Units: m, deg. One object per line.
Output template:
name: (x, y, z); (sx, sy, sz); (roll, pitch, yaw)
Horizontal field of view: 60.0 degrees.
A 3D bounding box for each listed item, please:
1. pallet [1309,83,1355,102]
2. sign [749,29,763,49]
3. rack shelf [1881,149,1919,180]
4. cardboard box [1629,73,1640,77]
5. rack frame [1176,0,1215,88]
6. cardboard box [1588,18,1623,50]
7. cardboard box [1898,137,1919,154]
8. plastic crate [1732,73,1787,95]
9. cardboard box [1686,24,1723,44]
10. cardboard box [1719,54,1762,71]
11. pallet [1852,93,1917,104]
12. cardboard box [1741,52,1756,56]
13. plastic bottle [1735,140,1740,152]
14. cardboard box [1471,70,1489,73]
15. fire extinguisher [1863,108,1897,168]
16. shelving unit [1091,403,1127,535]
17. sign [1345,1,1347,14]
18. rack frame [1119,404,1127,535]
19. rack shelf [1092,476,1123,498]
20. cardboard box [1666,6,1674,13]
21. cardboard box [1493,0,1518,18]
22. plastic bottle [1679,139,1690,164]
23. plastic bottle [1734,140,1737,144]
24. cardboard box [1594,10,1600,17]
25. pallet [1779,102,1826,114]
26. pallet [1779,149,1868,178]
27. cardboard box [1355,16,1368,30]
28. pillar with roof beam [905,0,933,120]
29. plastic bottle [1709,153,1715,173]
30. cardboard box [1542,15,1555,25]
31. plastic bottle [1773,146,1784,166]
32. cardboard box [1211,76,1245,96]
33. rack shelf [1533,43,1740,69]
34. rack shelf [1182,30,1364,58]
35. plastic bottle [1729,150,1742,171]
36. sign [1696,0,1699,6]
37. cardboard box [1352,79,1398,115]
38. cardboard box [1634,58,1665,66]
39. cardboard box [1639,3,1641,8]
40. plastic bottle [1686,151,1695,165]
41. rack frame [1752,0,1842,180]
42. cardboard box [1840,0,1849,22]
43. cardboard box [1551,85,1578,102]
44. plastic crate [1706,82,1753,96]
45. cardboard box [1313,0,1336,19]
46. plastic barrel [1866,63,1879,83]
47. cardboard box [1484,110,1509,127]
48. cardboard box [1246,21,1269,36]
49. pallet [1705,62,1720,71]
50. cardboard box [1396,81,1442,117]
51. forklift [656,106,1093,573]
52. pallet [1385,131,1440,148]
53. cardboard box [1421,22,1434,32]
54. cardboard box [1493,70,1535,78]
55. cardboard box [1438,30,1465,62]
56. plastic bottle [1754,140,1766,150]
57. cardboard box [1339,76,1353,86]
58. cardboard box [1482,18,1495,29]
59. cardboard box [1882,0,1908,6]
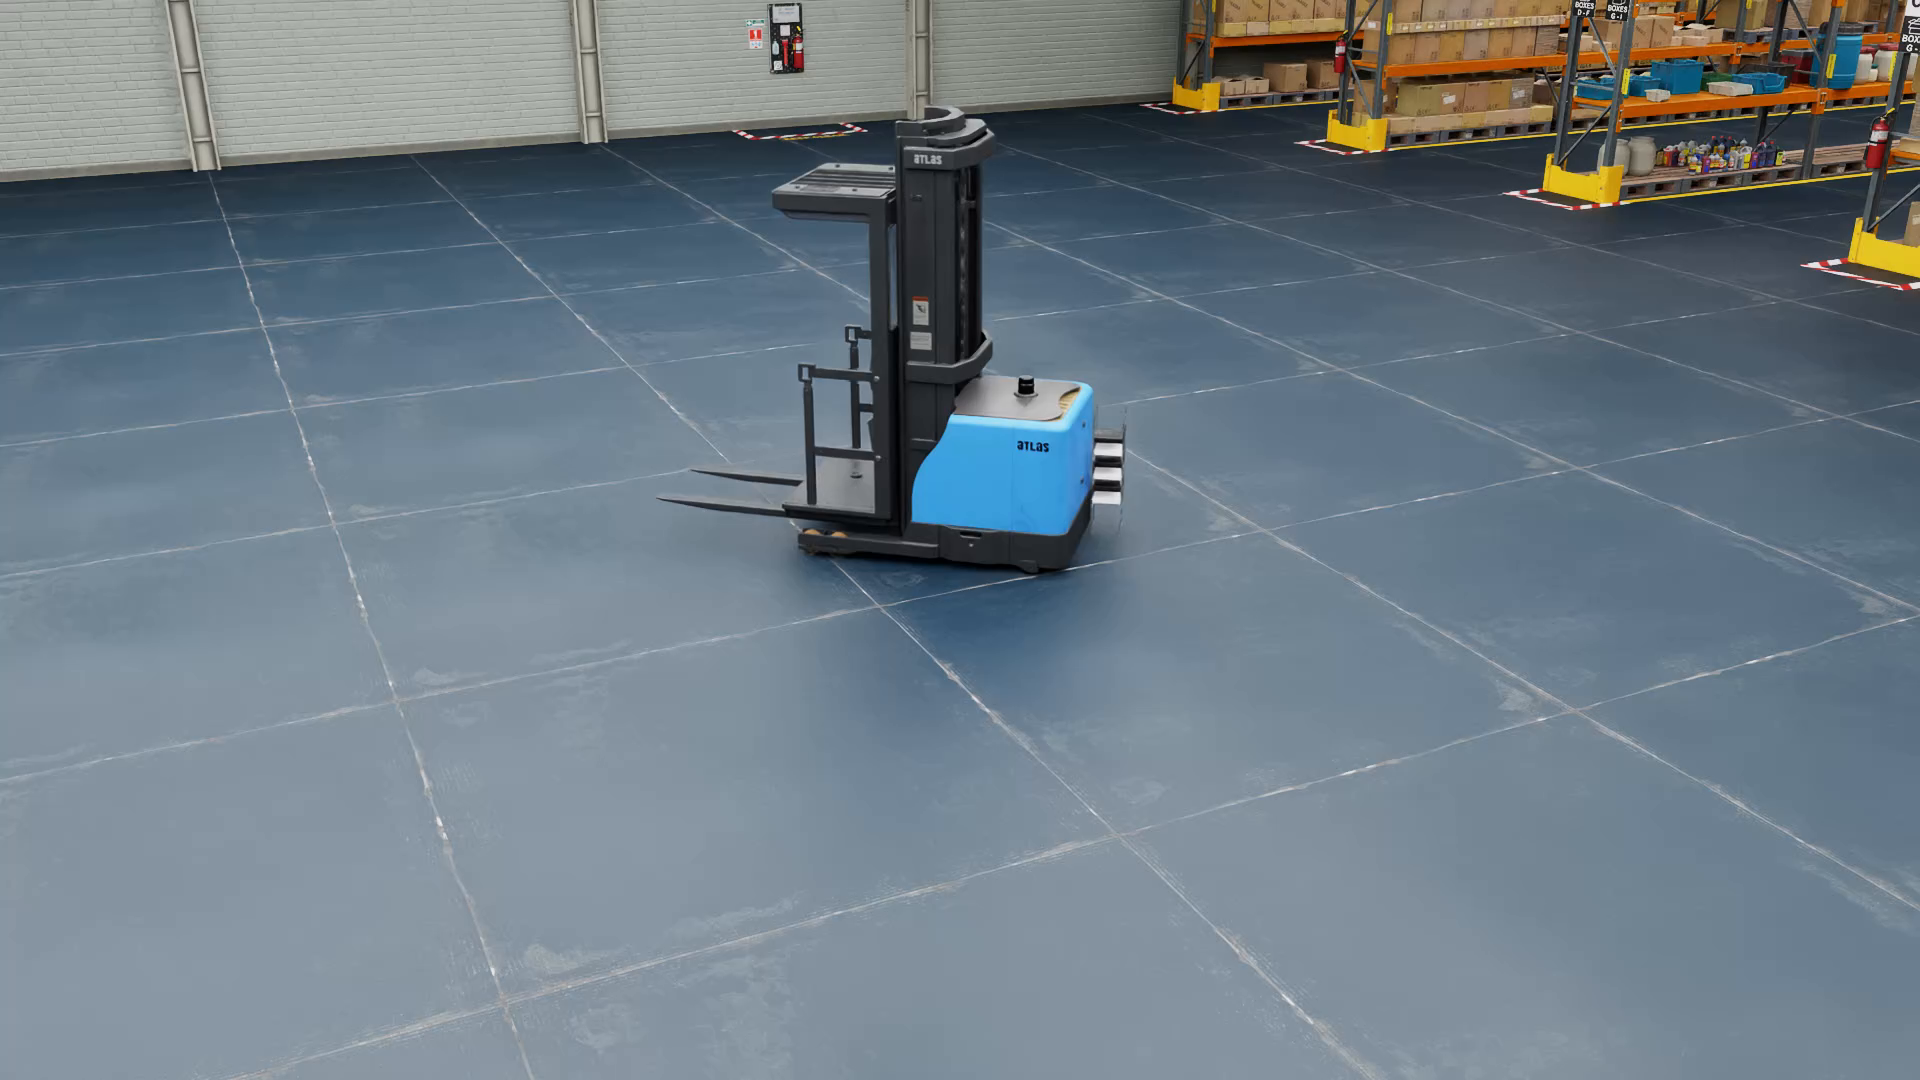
pallet: (7.436, -8.895, 32.962); (1.213, 0.211, 1.003); (-10, 25, -24)
sign: (-3.515, -8.626, 28.620); (0.234, 0.329, 0.001); (-10, 25, -24)
rack shelf: (12.669, -4.522, 19.692); (4.000, 0.370, 1.077); (-10, 25, -24)
cardboard box: (12.253, -8.287, 30.161); (0.500, 0.311, 0.500); (-11, 25, -25)
rack frame: (4.422, -9.643, 31.125); (0.127, 3.000, 1.000); (-10, 25, -24)
cardboard box: (11.352, -8.856, 29.091); (0.500, 0.500, 0.500); (-9, 24, -20)
cardboard box: (11.034, -4.525, 19.087); (0.250, 0.149, 0.380); (-10, 25, -24)
plastic crate: (11.443, -6.547, 23.838); (0.616, 0.251, 0.499); (-10, 25, -24)
cardboard box: (13.435, -9.177, 30.115); (0.500, 0.311, 0.500); (-9, 24, -20)
cardboard box: (14.572, -8.905, 31.055); (0.500, 0.250, 0.500); (-9, 24, -22)
pallet: (18.006, -8.752, 32.618); (1.213, 0.211, 1.003); (-10, 25, -24)
cardboard box: (17.348, -11.019, 37.168); (0.500, 0.500, 0.700); (-11, 25, -25)
plastic bottle: (11.613, -5.839, 24.911); (0.133, 0.283, 0.061); (-10, 25, -24)
cardboard box: (10.490, -9.836, 34.283); (0.500, 0.500, 0.700); (-10, 25, -24)
fire extinguisher: (10.564, -4.626, 19.106); (0.183, 0.674, 0.296); (-10, 25, -24)
shelving unit: (1.053, -0.500, 11.781); (0.210, 0.900, 0.258); (3, 23, 8)
sign: (6.351, -8.771, 27.193); (0.005, 0.325, 0.100); (-10, 25, -24)
rack frame: (1.153, -0.494, 11.767); (0.006, 0.900, 0.240); (3, 23, 8)
rack shelf: (1.053, -0.386, 11.828); (0.200, 0.077, 0.258); (3, 23, 8)
cardboard box: (15.053, -11.373, 35.606); (0.250, 0.149, 0.380); (-10, 25, -23)
cardboard box: (8.874, -9.003, 27.751); (0.500, 0.500, 0.700); (-10, 25, -24)
plastic bottle: (10.695, -5.748, 24.603); (0.185, 0.351, 0.144); (-9, 24, -21)
plastic bottle: (11.566, -5.873, 25.001); (0.135, 0.276, 0.152); (-9, 24, -22)
cardboard box: (13.175, -11.061, 34.853); (0.250, 0.149, 0.380); (-10, 25, -23)
pallet: (15.569, -8.287, 31.494); (1.213, 0.211, 1.003); (-10, 25, -24)
pallet: (13.014, -5.748, 25.360); (1.213, 0.211, 1.003); (-10, 25, -24)
cardboard box: (7.731, -10.064, 32.310); (0.500, 0.250, 0.500); (-10, 25, -23)
pillar with roof beam: (1.138, -10.351, 24.989); (0.400, 9.000, 9.100); (-10, 25, -24)
plastic bottle: (10.796, -5.422, 23.919); (0.097, 0.271, 0.097); (0, 22, 0)
cardboard box: (9.802, -8.787, 28.077); (0.250, 0.149, 0.380); (-11, 25, -25)
plastic bottle: (12.032, -5.647, 24.447); (0.133, 0.283, 0.061); (-9, 24, -21)
cardboard box: (5.084, -8.688, 31.757); (0.500, 0.311, 0.500); (-14, 26, -30)
rack shelf: (11.980, -8.600, 29.544); (4.000, 0.370, 1.077); (-10, 25, -24)
rack shelf: (6.224, -9.643, 32.064); (4.000, 0.370, 1.077); (-10, 25, -24)
plastic bottle: (11.255, -5.520, 24.150); (0.135, 0.276, 0.152); (-10, 24, -23)
sign: (13.538, -9.948, 30.449); (0.005, 0.325, 0.100); (-10, 25, -24)
cardboard box: (6.928, -7.398, 27.767); (0.500, 0.500, 0.500); (-10, 25, -24)
cardboard box: (14.705, -10.682, 35.896); (0.750, 0.750, 0.750); (-10, 25, -23)
cardboard box: (14.016, -11.495, 35.052); (0.500, 0.500, 0.500); (-10, 25, -24)
plastic bottle: (10.787, -5.645, 24.549); (0.097, 0.201, 0.097); (0, 22, 0)
rack frame: (12.323, -6.893, 24.479); (0.127, 3.000, 1.000); (-10, 25, -24)
cardboard box: (16.270, -10.030, 31.379); (0.500, 0.500, 0.700); (-6, 23, -15)
cardboard box: (10.658, -7.766, 28.901); (0.500, 0.311, 0.500); (-10, 25, -23)
plastic crate: (10.969, -6.414, 23.668); (0.437, 0.136, 0.530); (-10, 25, -24)
cardboard box: (6.828, -10.244, 31.764); (0.500, 0.500, 0.500); (-11, 25, -25)
plastic barrel: (13.582, -6.995, 24.909); (0.301, 0.262, 0.301); (0, 22, 0)
cardboard box: (8.956, -7.204, 28.278); (0.500, 0.250, 0.500); (-10, 25, -24)
cardboard box: (5.461, -9.646, 31.301); (0.500, 0.250, 0.500); (-11, 25, -25)
pallet: (17.054, -10.648, 37.199); (1.213, 0.211, 1.003); (-10, 25, -24)
cardboard box: (7.603, -7.303, 27.536); (0.500, 0.500, 0.500); (-10, 25, -24)
forklift: (-0.633, -1.427, 11.364); (3.031, 2.935, 1.130); (6, 23, 14)
pallet: (7.245, -6.790, 27.877); (1.213, 0.211, 1.003); (-10, 25, -24)
cardboard box: (7.483, -8.359, 27.044); (0.250, 0.149, 0.380); (-10, 25, -23)
cardboard box: (9.624, -7.901, 28.982); (0.500, 0.500, 0.500); (-10, 25, -24)
cardboard box: (7.921, -8.225, 27.568); (0.500, 0.500, 0.700); (-10, 25, -23)
plastic bottle: (11.805, -5.716, 24.524); (0.185, 0.351, 0.144); (-10, 25, -24)
cardboard box: (7.557, -9.102, 32.946); (0.250, 0.166, 0.380); (-14, 26, -30)
cardboard box: (8.643, -8.572, 27.558); (0.250, 0.149, 0.380); (-10, 24, -22)
cardboard box: (17.933, -10.417, 31.555); (0.500, 0.500, 0.500); (-10, 24, -22)
